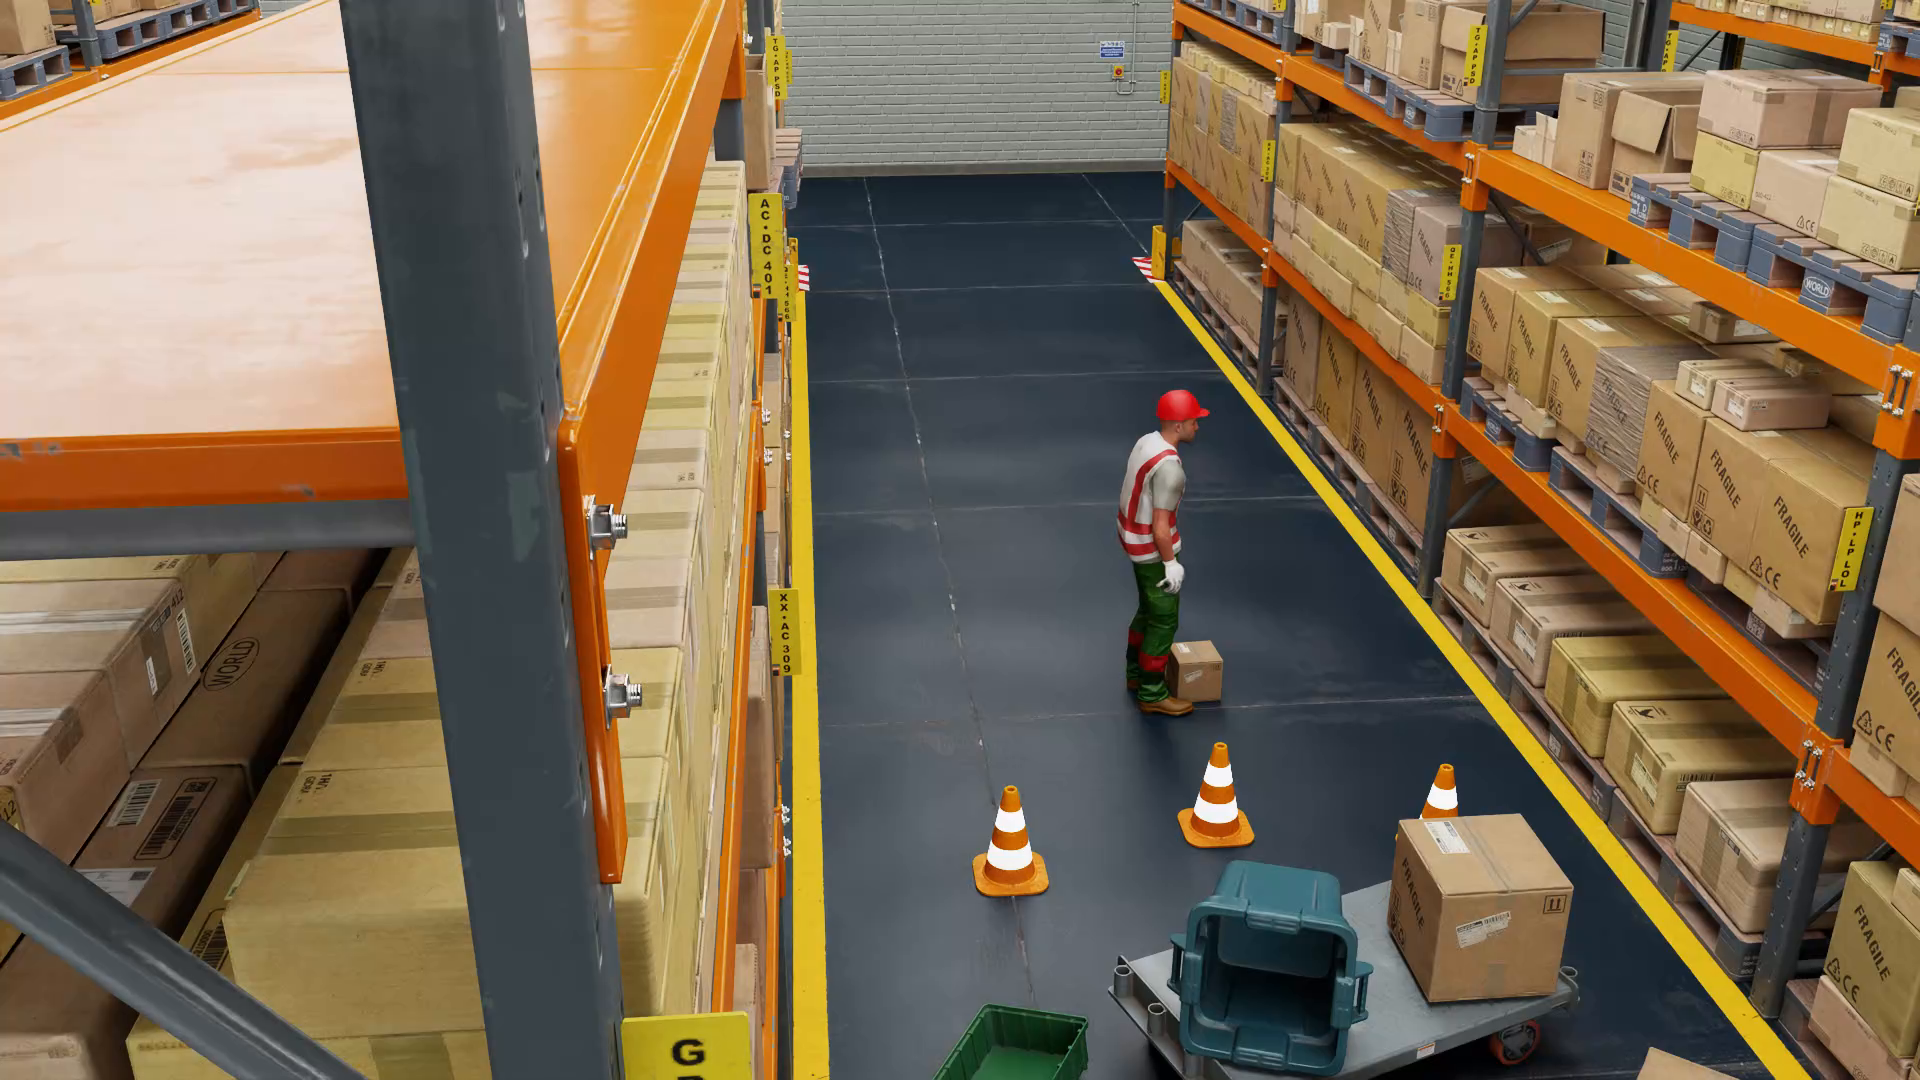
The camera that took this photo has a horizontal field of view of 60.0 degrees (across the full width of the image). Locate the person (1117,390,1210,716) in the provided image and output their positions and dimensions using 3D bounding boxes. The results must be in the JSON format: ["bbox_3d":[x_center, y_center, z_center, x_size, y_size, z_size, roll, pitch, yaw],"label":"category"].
[{"bbox_3d":[1.082,0.053,8.959,0.452,1.778,0.607,-2,24,-5],"label":"person"}]
